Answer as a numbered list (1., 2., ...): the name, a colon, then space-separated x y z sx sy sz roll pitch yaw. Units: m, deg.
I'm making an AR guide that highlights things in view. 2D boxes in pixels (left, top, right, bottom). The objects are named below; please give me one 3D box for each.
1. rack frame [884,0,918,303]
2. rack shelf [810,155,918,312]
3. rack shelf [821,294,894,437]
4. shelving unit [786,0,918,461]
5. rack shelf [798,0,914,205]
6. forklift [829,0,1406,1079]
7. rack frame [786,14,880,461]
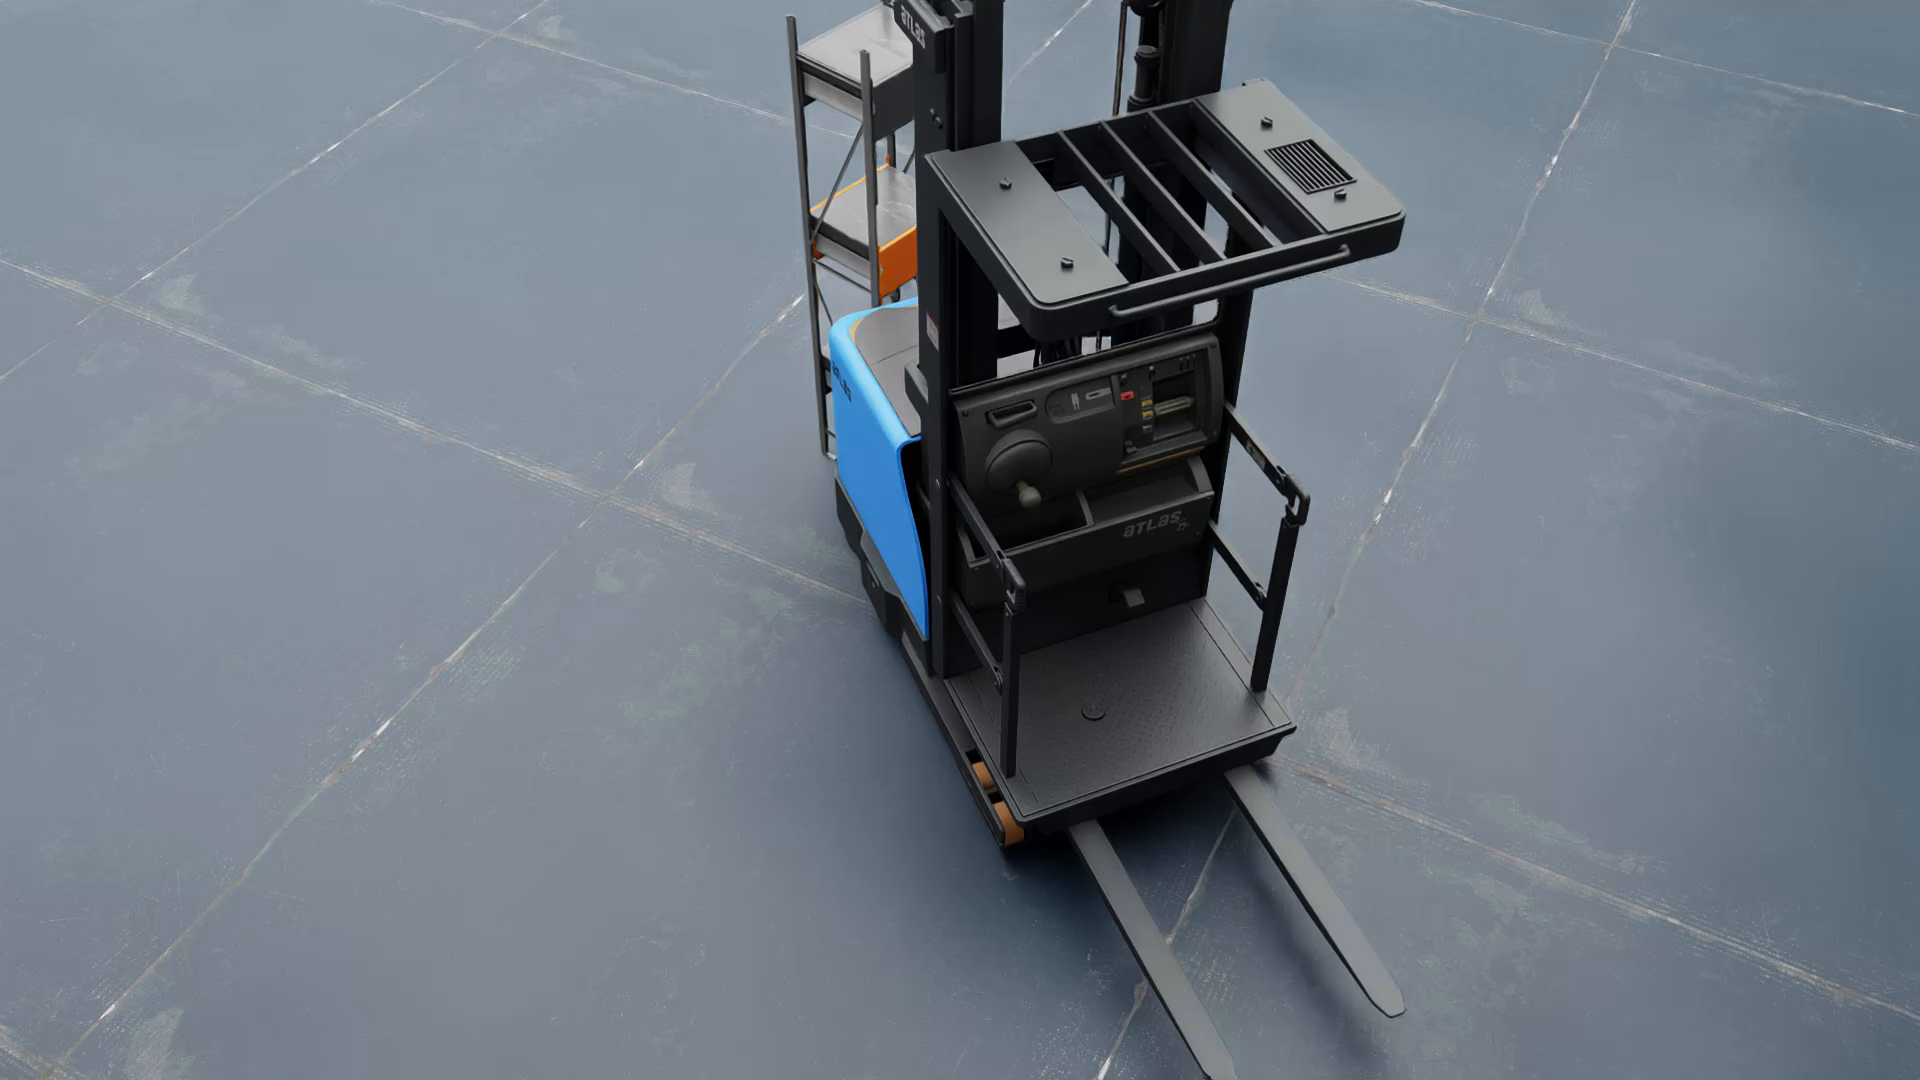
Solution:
1. rack frame: -0.141 -1.299 6.838 0.400 2.100 0.015 32 54 28
2. rack shelf: -0.303 -1.160 6.719 0.431 0.518 0.480 32 54 28
3. rack shelf: -0.303 -0.668 7.217 0.431 0.518 0.480 32 54 28
4. shelving unit: -0.303 -1.170 6.710 0.431 2.100 0.503 32 54 28
5. rack shelf: -0.303 -1.652 6.221 0.431 0.518 0.480 32 54 28
6. forklift: 0.517 -0.287 5.253 1.130 2.935 3.031 -17 48 -16
7. rack frame: -0.466 -1.040 6.582 0.400 2.100 0.015 32 54 28
